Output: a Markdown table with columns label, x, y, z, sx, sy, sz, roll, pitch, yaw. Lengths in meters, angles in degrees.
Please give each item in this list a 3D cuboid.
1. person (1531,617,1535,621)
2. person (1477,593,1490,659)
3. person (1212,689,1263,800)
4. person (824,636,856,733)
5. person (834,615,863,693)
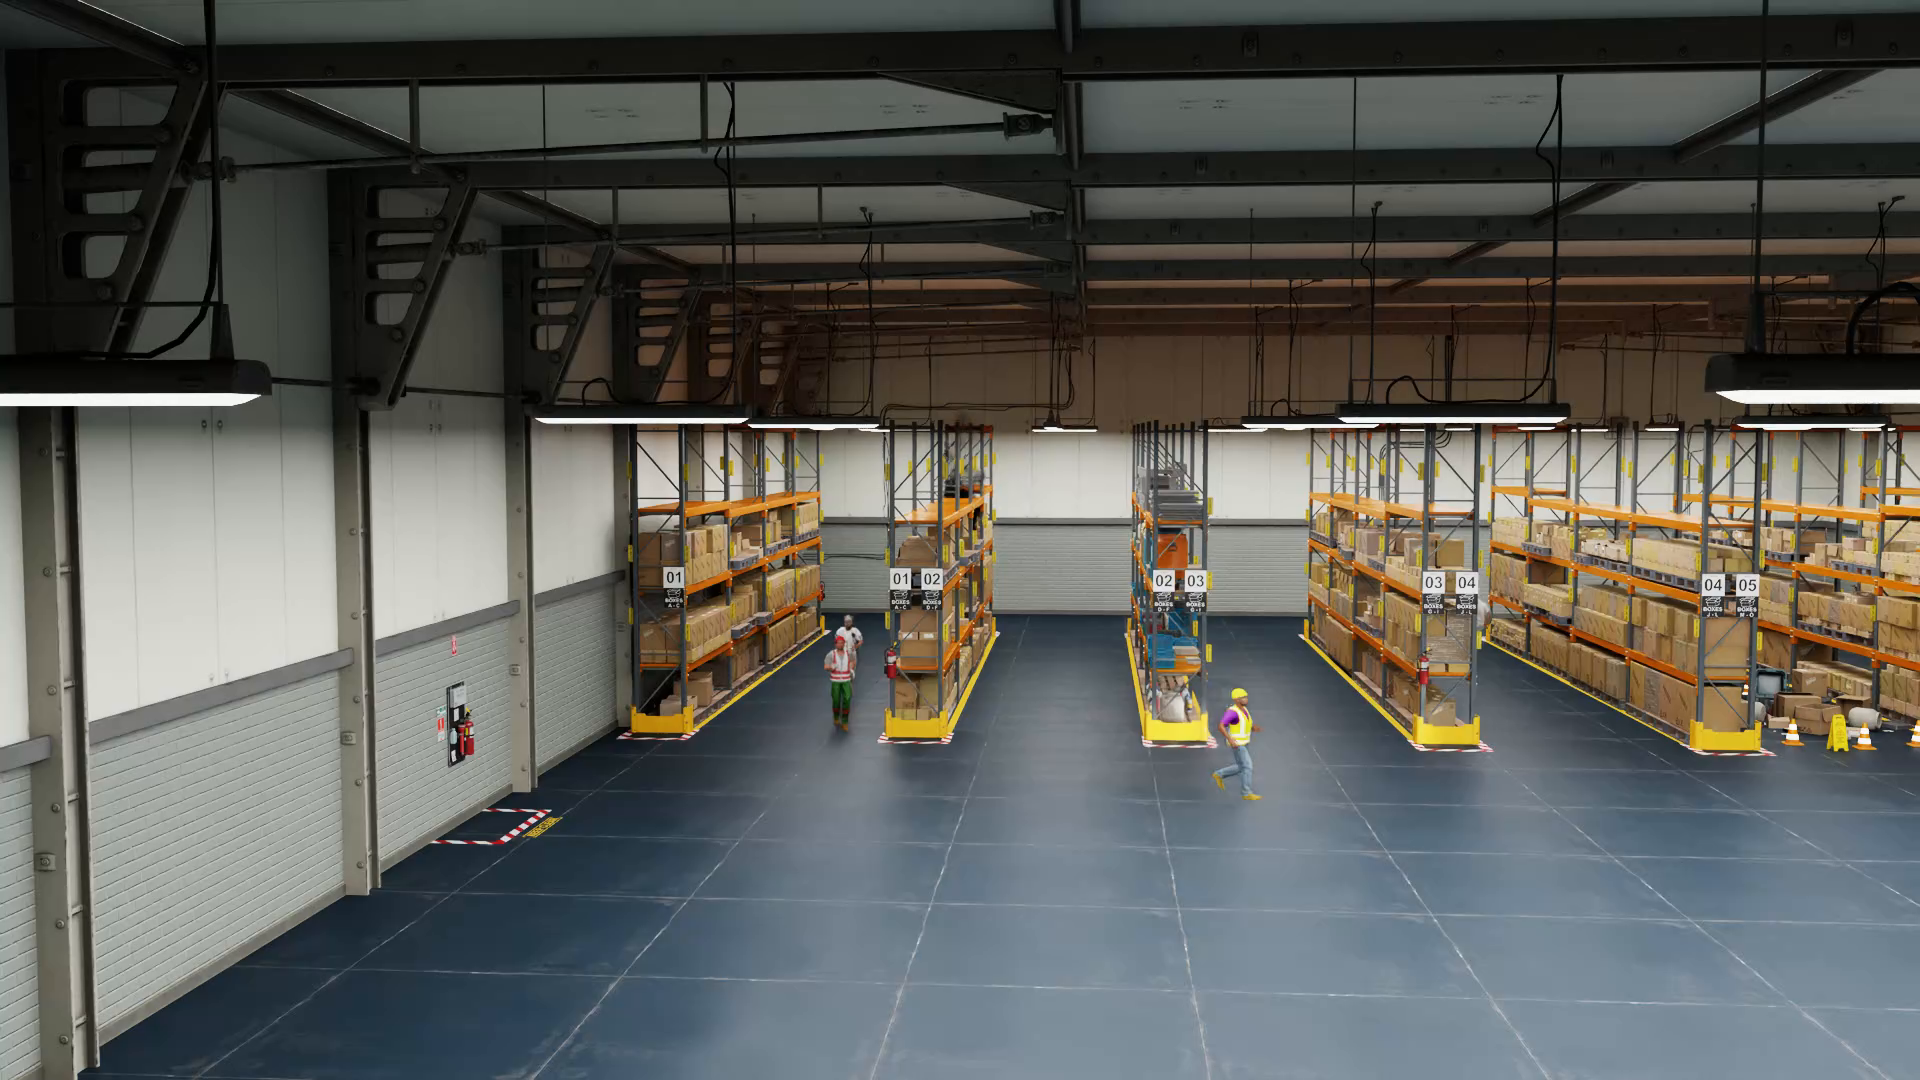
| label | x | y | z | sx | sy | sz | roll | pitch | yaw |
| --- | --- | --- | --- | --- | --- | --- | --- | --- | --- |
| person | 16.107 | 1.887 | 47.229 | 0.614 | 1.689 | 0.854 | -3 | 4 | -35 |
| person | 13.184 | 2.173 | 42.523 | 0.690 | 1.736 | 0.665 | 1 | 4 | 10 |
| person | 4.337 | 3.193 | 26.097 | 0.831 | 1.742 | 0.705 | 2 | 4 | 29 |
| person | -2.318 | 2.772 | 32.268 | 0.638 | 1.835 | 0.768 | -1 | 4 | -9 |
| person | -2.486 | 2.523 | 36.839 | 0.665 | 1.724 | 0.597 | 0 | 4 | 4 |
